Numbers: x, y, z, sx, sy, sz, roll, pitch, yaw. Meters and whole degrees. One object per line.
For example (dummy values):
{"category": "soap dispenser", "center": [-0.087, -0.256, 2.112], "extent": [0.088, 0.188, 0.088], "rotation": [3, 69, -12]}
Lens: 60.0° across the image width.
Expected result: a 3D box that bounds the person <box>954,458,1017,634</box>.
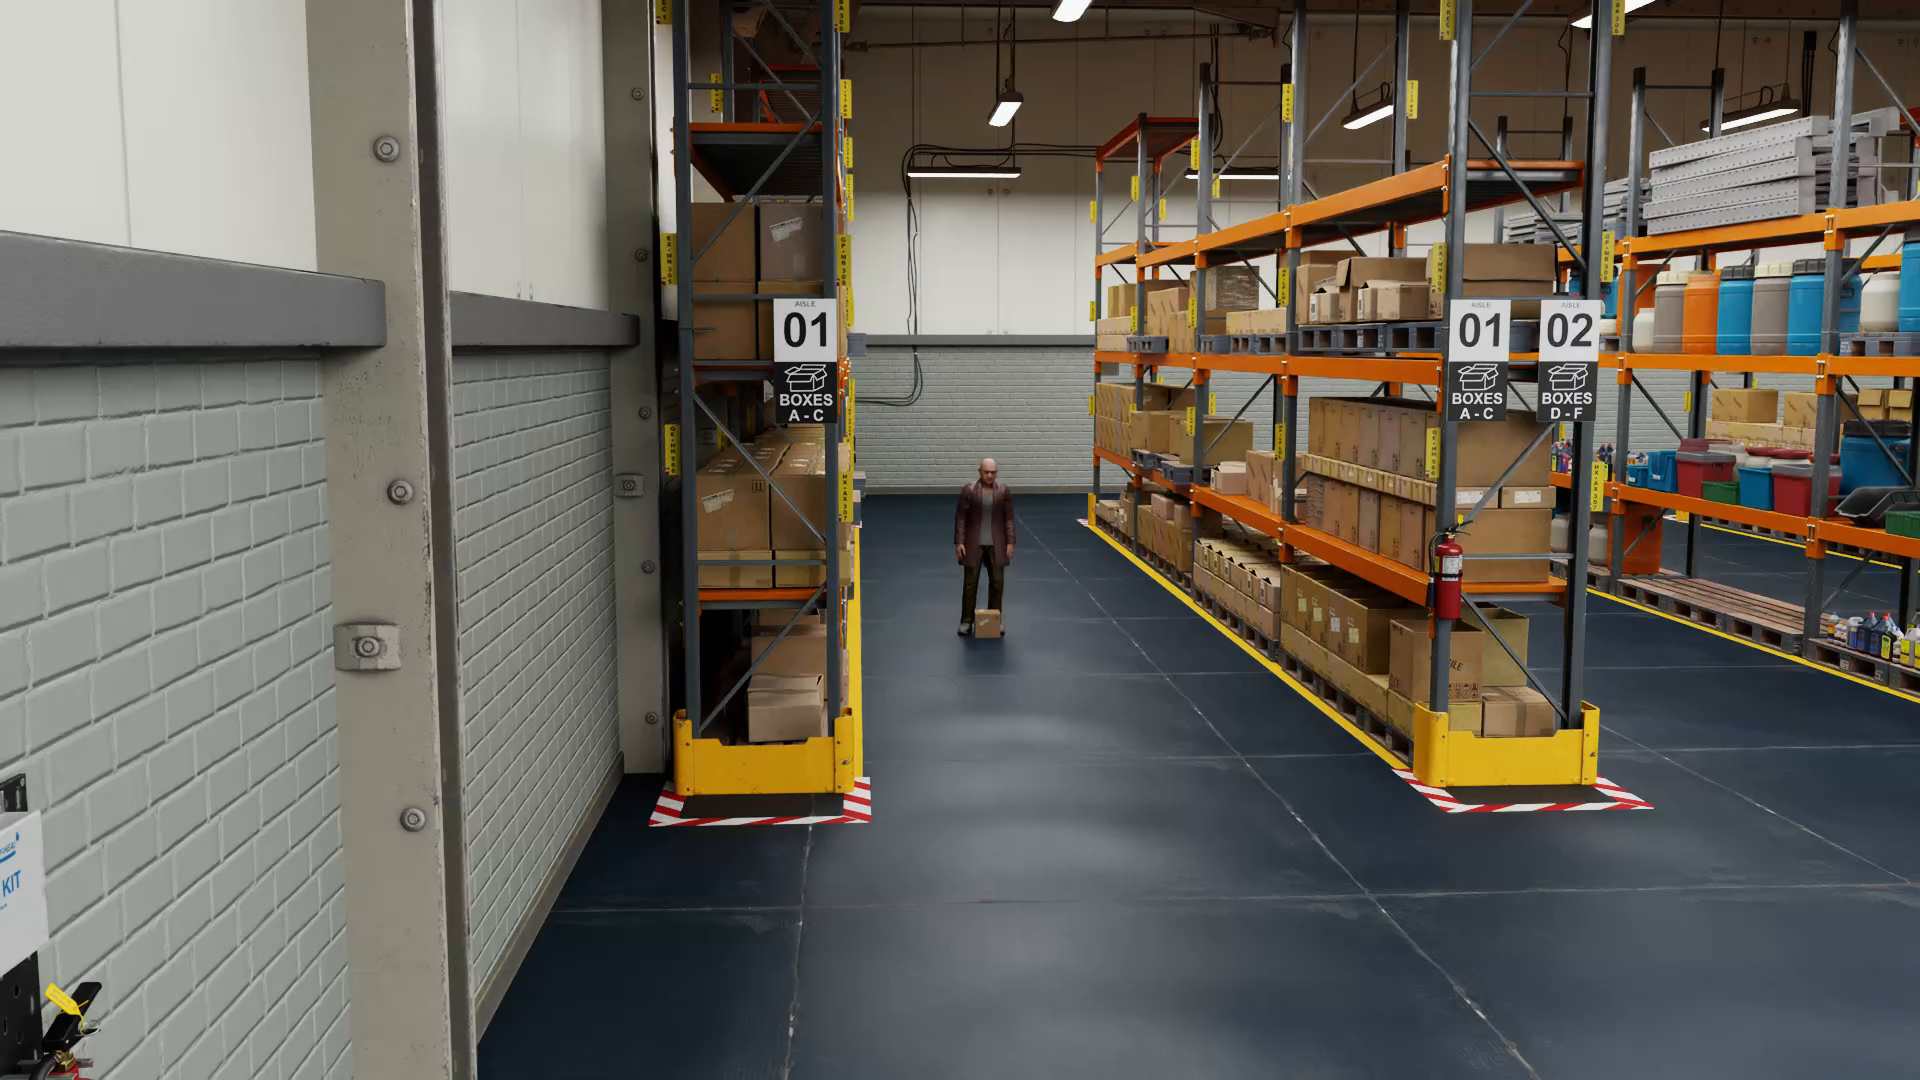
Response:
{"category": "person", "center": [0.255, 0.055, 16.836], "extent": [0.644, 1.772, 0.429], "rotation": [-1, 7, -7]}
